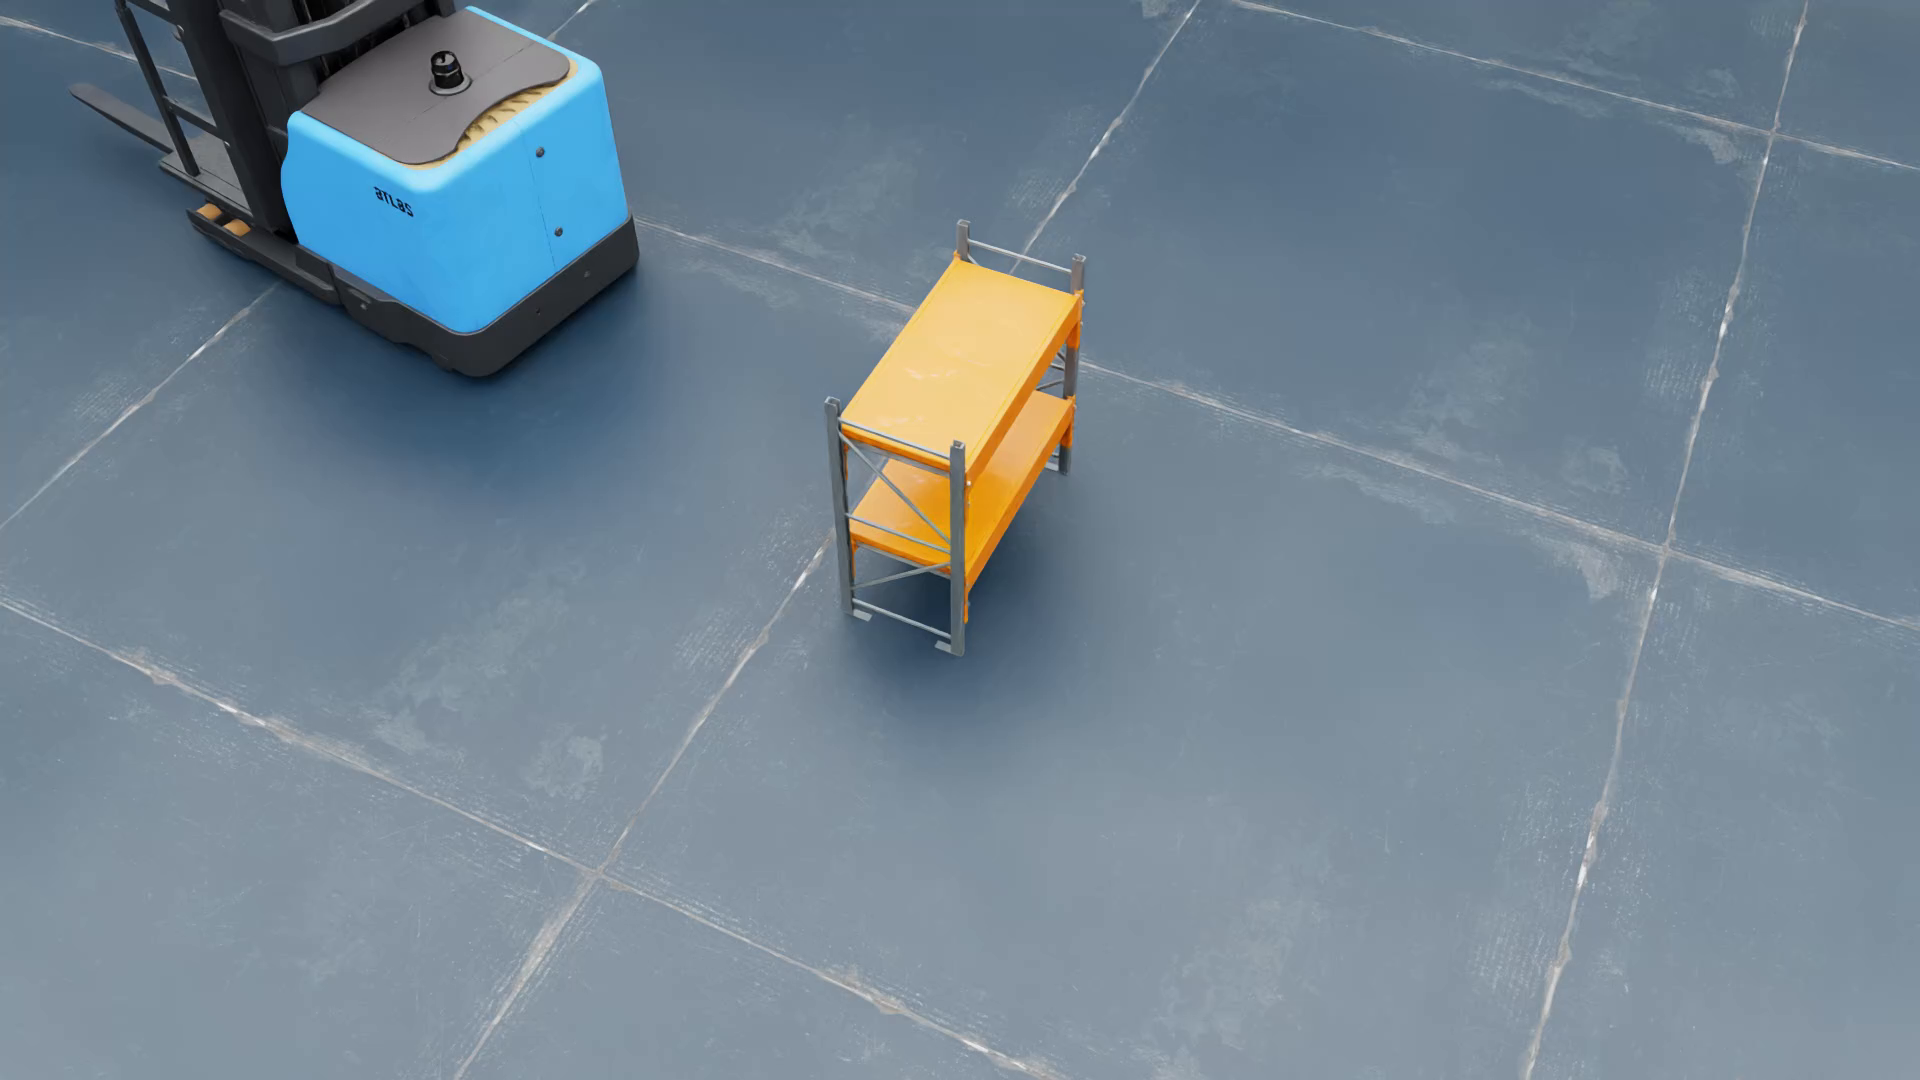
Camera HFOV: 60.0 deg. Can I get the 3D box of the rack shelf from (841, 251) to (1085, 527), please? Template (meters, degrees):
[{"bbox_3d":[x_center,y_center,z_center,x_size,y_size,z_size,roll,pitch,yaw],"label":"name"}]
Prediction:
[{"bbox_3d":[0.003,-0.559,5.918,0.538,0.278,1.000,20,52,16],"label":"rack shelf"}]

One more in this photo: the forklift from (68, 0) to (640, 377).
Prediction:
[{"bbox_3d":[-2.952,-2.559,6.818,3.031,2.935,1.130,29,55,22],"label":"forklift"}]

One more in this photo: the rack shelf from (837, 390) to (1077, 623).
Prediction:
[{"bbox_3d":[0.003,-0.211,6.327,0.538,0.278,1.000,20,52,16],"label":"rack shelf"}]

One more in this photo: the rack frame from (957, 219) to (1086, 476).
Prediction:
[{"bbox_3d":[0.220,-0.719,6.439,0.500,1.125,0.032,20,52,16],"label":"rack frame"}]

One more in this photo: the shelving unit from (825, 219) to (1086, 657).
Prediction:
[{"bbox_3d":[0.003,-0.369,6.141,0.538,1.125,1.048,20,52,16],"label":"shelving unit"}]

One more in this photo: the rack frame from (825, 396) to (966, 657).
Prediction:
[{"bbox_3d":[-0.214,-0.019,5.843,0.500,1.125,0.032,20,52,16],"label":"rack frame"}]
